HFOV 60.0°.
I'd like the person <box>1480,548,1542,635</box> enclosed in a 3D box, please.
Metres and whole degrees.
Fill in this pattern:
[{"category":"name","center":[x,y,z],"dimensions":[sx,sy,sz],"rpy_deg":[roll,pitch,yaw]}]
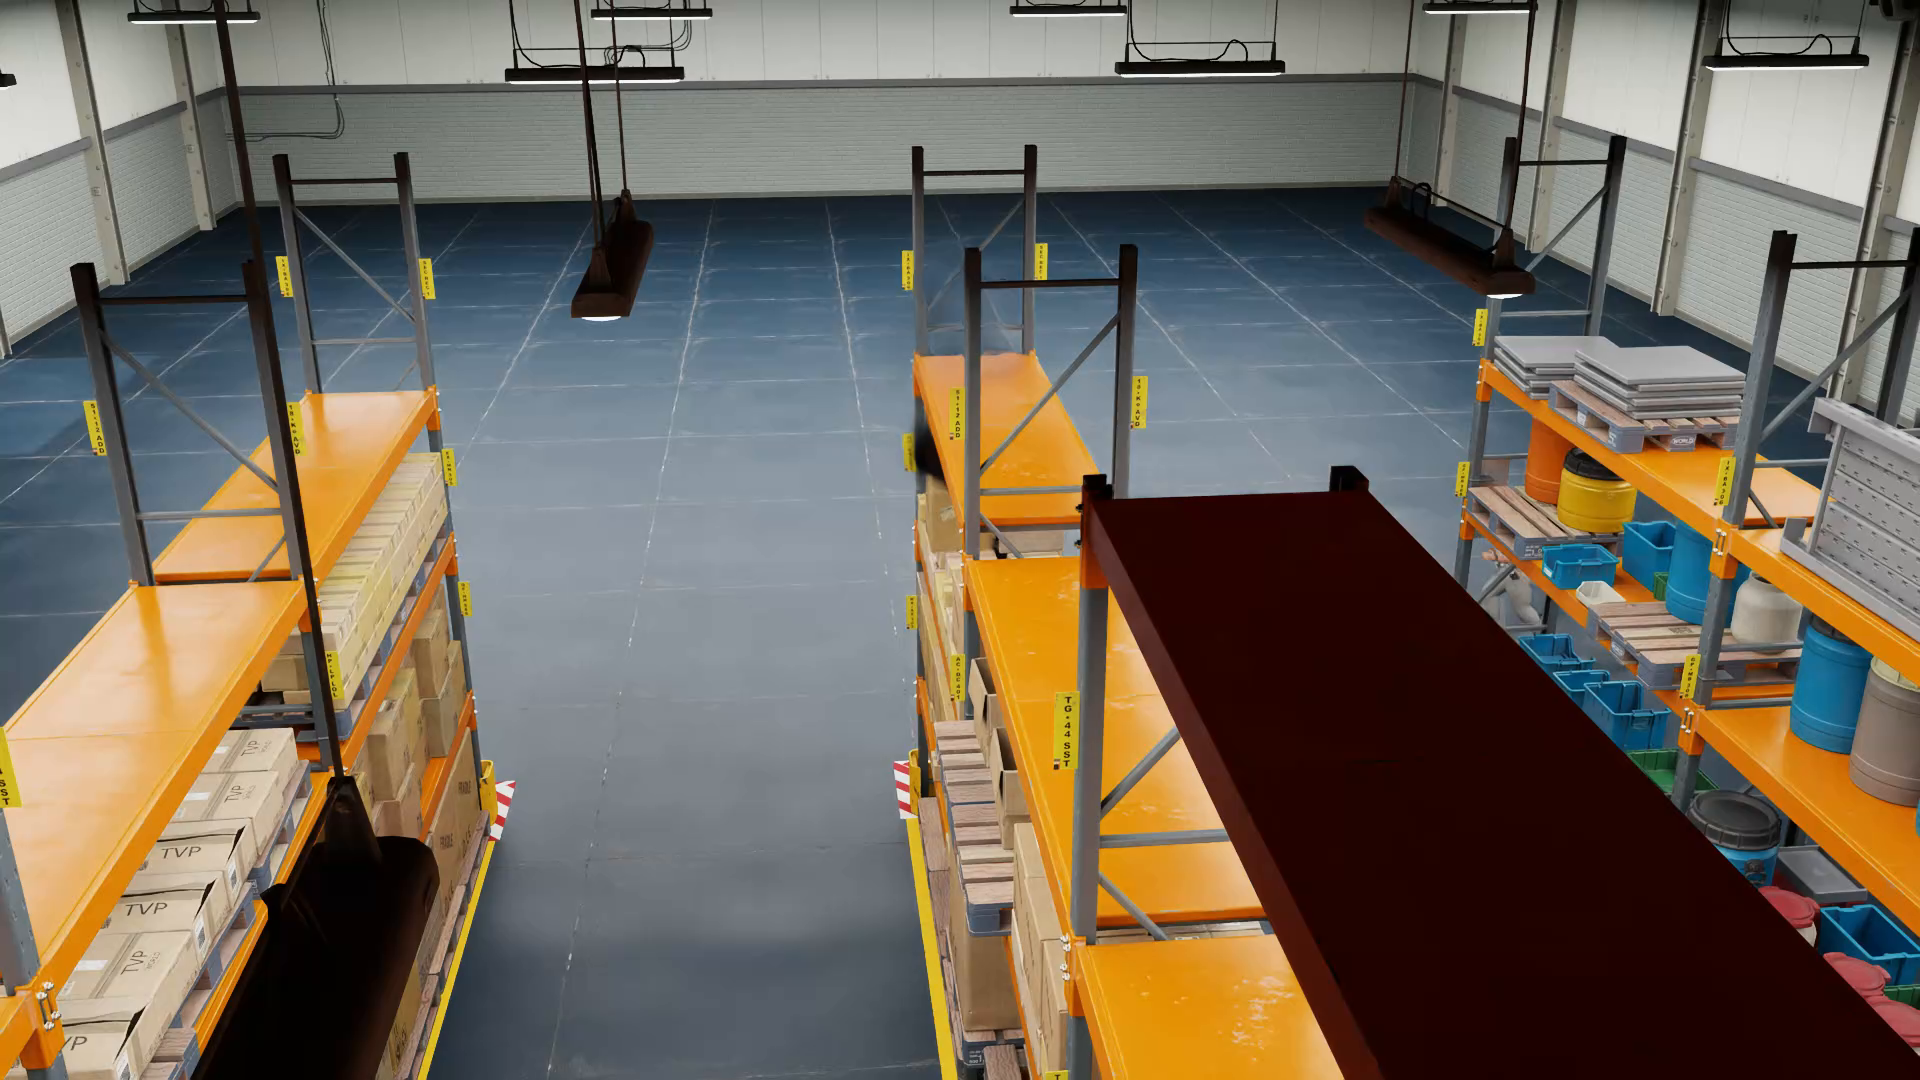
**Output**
[{"category":"person","center":[6.140,0.401,18.299],"dimensions":[0.850,1.804,0.674],"rpy_deg":[6,22,15]}]

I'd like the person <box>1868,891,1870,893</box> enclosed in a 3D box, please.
[{"category":"person","center":[7.638,2.089,13.909],"dimensions":[0.687,1.788,0.902],"rpy_deg":[-12,25,-27]}]
